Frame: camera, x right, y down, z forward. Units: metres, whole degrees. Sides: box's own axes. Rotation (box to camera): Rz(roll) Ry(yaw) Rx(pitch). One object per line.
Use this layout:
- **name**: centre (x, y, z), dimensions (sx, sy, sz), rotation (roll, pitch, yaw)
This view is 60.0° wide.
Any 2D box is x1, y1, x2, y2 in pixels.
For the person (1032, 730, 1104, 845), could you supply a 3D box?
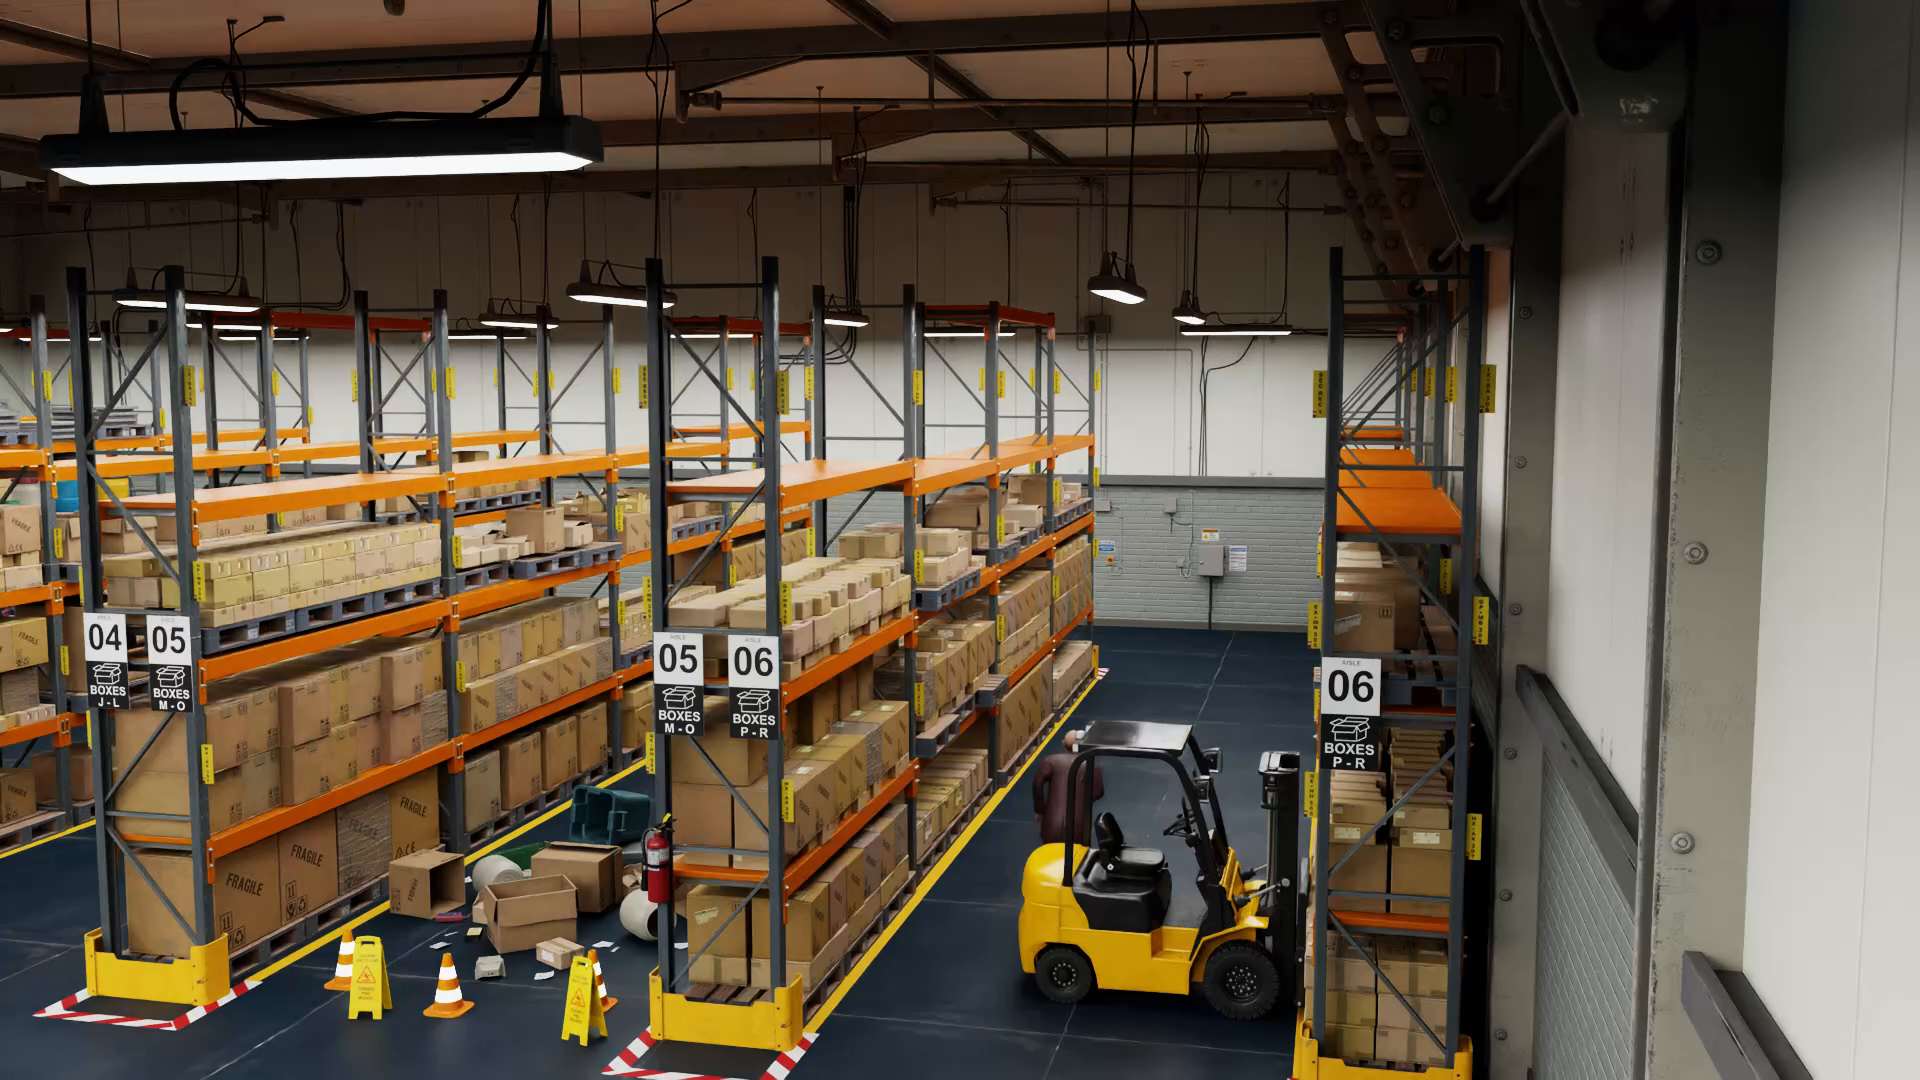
- **person**: centre (1.049, 2.711, 16.177), dimensions (0.676, 1.662, 0.832), rotation (1, 6, 13)
